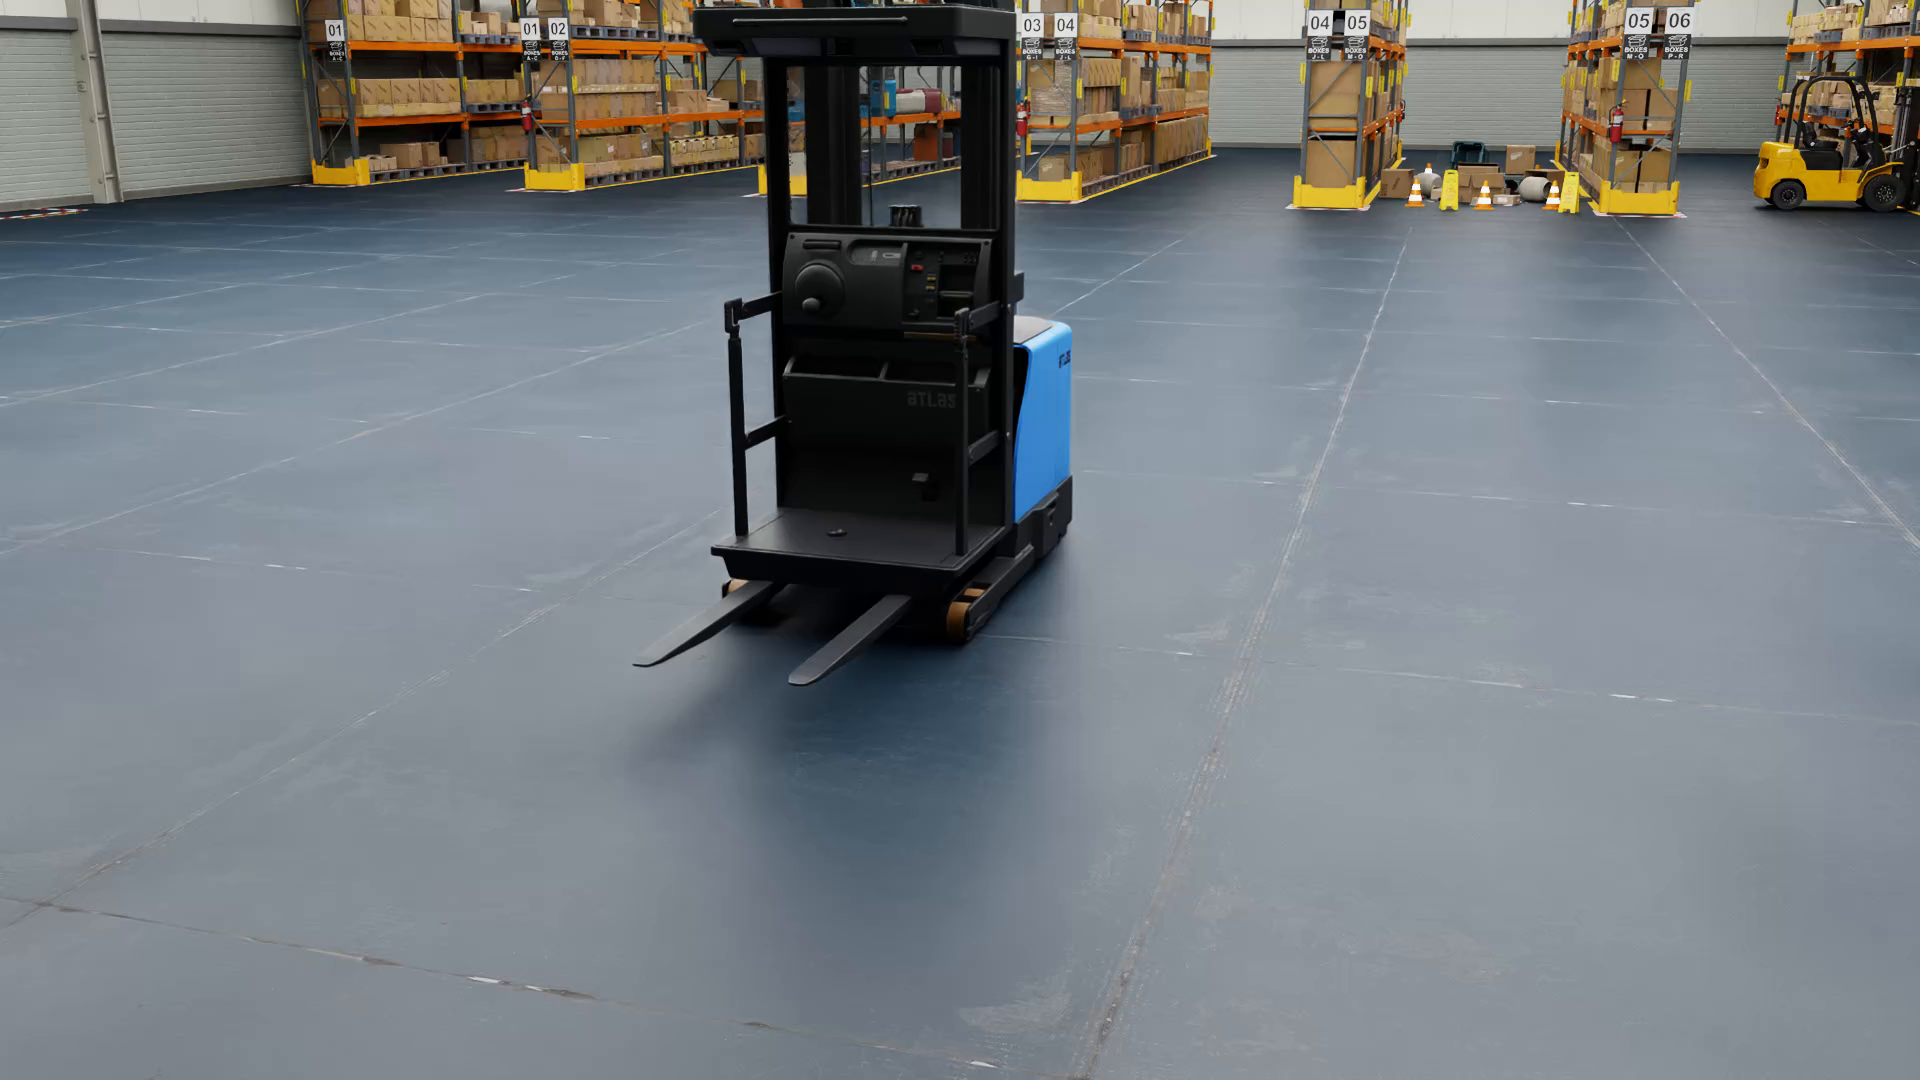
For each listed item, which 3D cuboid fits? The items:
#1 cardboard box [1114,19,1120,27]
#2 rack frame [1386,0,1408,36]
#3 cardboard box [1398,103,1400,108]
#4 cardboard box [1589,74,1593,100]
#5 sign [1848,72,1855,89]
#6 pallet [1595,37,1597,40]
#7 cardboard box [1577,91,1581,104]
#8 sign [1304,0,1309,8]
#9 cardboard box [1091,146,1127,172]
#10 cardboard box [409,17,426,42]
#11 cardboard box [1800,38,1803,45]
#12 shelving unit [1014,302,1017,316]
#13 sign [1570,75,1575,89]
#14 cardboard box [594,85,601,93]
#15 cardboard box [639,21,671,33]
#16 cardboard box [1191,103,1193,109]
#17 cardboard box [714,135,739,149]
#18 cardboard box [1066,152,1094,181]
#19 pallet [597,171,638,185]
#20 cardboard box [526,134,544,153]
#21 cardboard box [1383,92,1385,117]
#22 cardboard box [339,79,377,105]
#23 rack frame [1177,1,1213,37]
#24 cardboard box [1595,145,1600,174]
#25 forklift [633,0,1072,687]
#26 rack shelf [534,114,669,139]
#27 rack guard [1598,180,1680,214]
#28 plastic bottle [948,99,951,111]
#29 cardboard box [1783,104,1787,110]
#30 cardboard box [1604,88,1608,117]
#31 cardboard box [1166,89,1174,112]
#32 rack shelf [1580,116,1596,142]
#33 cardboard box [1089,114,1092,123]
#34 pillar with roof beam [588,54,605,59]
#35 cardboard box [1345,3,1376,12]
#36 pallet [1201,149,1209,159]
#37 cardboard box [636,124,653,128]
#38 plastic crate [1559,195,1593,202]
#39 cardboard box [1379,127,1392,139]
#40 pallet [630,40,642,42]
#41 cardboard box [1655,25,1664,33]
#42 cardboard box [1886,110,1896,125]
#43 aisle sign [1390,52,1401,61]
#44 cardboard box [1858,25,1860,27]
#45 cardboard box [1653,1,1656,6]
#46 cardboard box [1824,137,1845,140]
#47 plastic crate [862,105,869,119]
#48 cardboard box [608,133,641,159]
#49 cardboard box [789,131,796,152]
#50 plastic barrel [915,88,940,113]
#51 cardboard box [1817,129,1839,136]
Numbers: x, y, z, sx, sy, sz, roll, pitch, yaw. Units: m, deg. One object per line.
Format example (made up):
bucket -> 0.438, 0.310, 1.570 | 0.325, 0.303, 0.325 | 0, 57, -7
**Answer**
cardboard box -> 2.895, -10.064, 32.361 | 0.380, 0.149, 0.250 | 5, 17, 18
rack frame -> 10.847, -14.223, 41.983 | 1.000, 3.000, 0.127 | 5, 16, 16
cardboard box -> 11.026, -11.109, 42.458 | 0.380, 0.149, 0.250 | 5, 16, 16
cardboard box -> 12.858, -9.043, 33.217 | 0.500, 0.500, 0.500 | 6, 17, 19
sign -> 17.586, -9.061, 32.802 | 0.100, 0.325, 0.005 | 5, 16, 16
pallet -> 14.272, -11.040, 36.610 | 0.805, 0.209, 1.217 | 4, 16, 14
cardboard box -> 13.511, -9.471, 35.583 | 0.500, 0.250, 0.500 | 4, 16, 14
sign -> 5.784, -9.028, 27.686 | 0.100, 0.325, 0.005 | 5, 16, 16
cardboard box -> 3.059, -7.900, 34.459 | 0.700, 0.500, 0.500 | 5, 16, 16
cardboard box -> -11.720, -10.831, 35.302 | 0.500, 0.500, 0.500 | 4, 16, 14
cardboard box -> 19.540, -11.459, 38.195 | 0.380, 0.149, 0.250 | 5, 16, 16
shelving unit -> 0.147, -0.698, 8.590 | 0.258, 1.200, 0.189 | 5, 17, 18
sign -> 13.953, -10.430, 37.874 | 0.100, 0.325, 0.005 | 5, 16, 16
cardboard box -> -7.387, -8.978, 33.112 | 0.380, 0.149, 0.250 | 4, 16, 15
cardboard box -> -6.602, -11.111, 36.014 | 0.500, 0.250, 0.500 | 6, 17, 22
cardboard box -> 5.609, -10.839, 41.506 | 0.380, 0.149, 0.250 | 4, 16, 14
cardboard box -> -5.562, -9.417, 39.275 | 0.500, 0.311, 0.500 | 5, 17, 17
cardboard box -> 2.302, -7.187, 31.984 | 0.500, 0.500, 0.500 | 3, 16, 11
pallet -> -7.397, -7.511, 34.424 | 1.003, 0.211, 1.213 | 5, 16, 16
cardboard box -> -10.555, -9.624, 40.537 | 0.700, 0.500, 0.500 | 5, 17, 17
cardboard box -> 8.418, -8.892, 33.999 | 0.500, 0.500, 0.500 | 4, 16, 15
cardboard box -> -12.250, -9.114, 33.829 | 0.500, 0.500, 0.500 | 5, 16, 16
rack frame -> 6.121, -14.634, 43.433 | 1.000, 3.000, 0.127 | 5, 16, 16
cardboard box -> 11.645, -6.806, 29.721 | 0.500, 0.500, 0.500 | 5, 17, 18
forklift -> -0.380, -1.115, 6.888 | 1.130, 2.935, 3.031 | 5, 17, 18
rack shelf -> -7.355, -8.508, 34.148 | 1.077, 0.370, 4.000 | 5, 16, 16
rack guard -> 11.097, -5.611, 27.195 | 1.175, 0.500, 0.348 | 5, 16, 16
plastic bottle -> -0.255, -10.224, 39.091 | 0.061, 0.283, 0.133 | 5, 16, 16
cardboard box -> 20.026, -10.410, 39.994 | 0.380, 0.149, 0.250 | 4, 16, 15
cardboard box -> 11.420, -7.540, 28.689 | 0.500, 0.500, 0.500 | 5, 17, 17
cardboard box -> 4.677, -10.209, 38.643 | 0.500, 0.500, 0.500 | 5, 16, 16
rack shelf -> 12.780, -8.017, 32.416 | 1.077, 0.370, 4.000 | 5, 16, 16
cardboard box -> 2.232, -7.825, 30.880 | 0.380, 0.149, 0.250 | 5, 16, 16
pillar with roof beam -> -5.766, -14.656, 43.511 | 9.100, 9.000, 0.400 | 5, 16, 16
cardboard box -> 6.827, -9.154, 28.387 | 0.500, 0.250, 0.500 | 4, 16, 15
pallet -> 5.968, -10.191, 43.873 | 1.003, 0.211, 1.213 | 5, 16, 16
cardboard box -> -8.680, -11.429, 45.747 | 0.380, 0.149, 0.250 | 5, 17, 18
plastic crate -> 10.980, -6.088, 29.648 | 0.402, 0.080, 0.583 | -1, 16, -3
cardboard box -> 9.741, -9.436, 38.538 | 0.500, 0.250, 0.500 | 4, 16, 14
pallet -> -9.021, -13.467, 44.979 | 1.003, 0.211, 1.213 | 5, 16, 16
cardboard box -> 11.470, -8.253, 26.892 | 0.380, 0.149, 0.250 | 4, 16, 14
cardboard box -> 16.864, -7.536, 29.676 | 0.500, 0.250, 0.500 | 5, 17, 17
aisle sign -> 11.156, -12.583, 42.432 | 0.394, 0.787, 0.004 | 5, 16, 16
cardboard box -> 18.071, -10.243, 32.992 | 0.380, 0.149, 0.250 | 4, 16, 15
cardboard box -> 11.680, -8.836, 27.488 | 0.380, 0.149, 0.250 | 5, 16, 16
cardboard box -> 18.650, -8.506, 35.442 | 0.380, 0.149, 0.250 | 5, 16, 16
plastic crate -> -2.092, -8.610, 33.462 | 0.499, 0.251, 0.616 | 5, 16, 16
cardboard box -> -7.000, -8.218, 34.702 | 0.500, 0.500, 0.500 | 5, 16, 16
cardboard box -> -4.527, -10.200, 42.567 | 0.500, 0.500, 0.500 | 5, 16, 16
plastic barrel -> -0.743, -9.960, 37.697 | 0.600, 0.536, 0.708 | 5, 16, 16
cardboard box -> 18.861, -8.859, 36.142 | 0.380, 0.149, 0.250 | 4, 16, 13
